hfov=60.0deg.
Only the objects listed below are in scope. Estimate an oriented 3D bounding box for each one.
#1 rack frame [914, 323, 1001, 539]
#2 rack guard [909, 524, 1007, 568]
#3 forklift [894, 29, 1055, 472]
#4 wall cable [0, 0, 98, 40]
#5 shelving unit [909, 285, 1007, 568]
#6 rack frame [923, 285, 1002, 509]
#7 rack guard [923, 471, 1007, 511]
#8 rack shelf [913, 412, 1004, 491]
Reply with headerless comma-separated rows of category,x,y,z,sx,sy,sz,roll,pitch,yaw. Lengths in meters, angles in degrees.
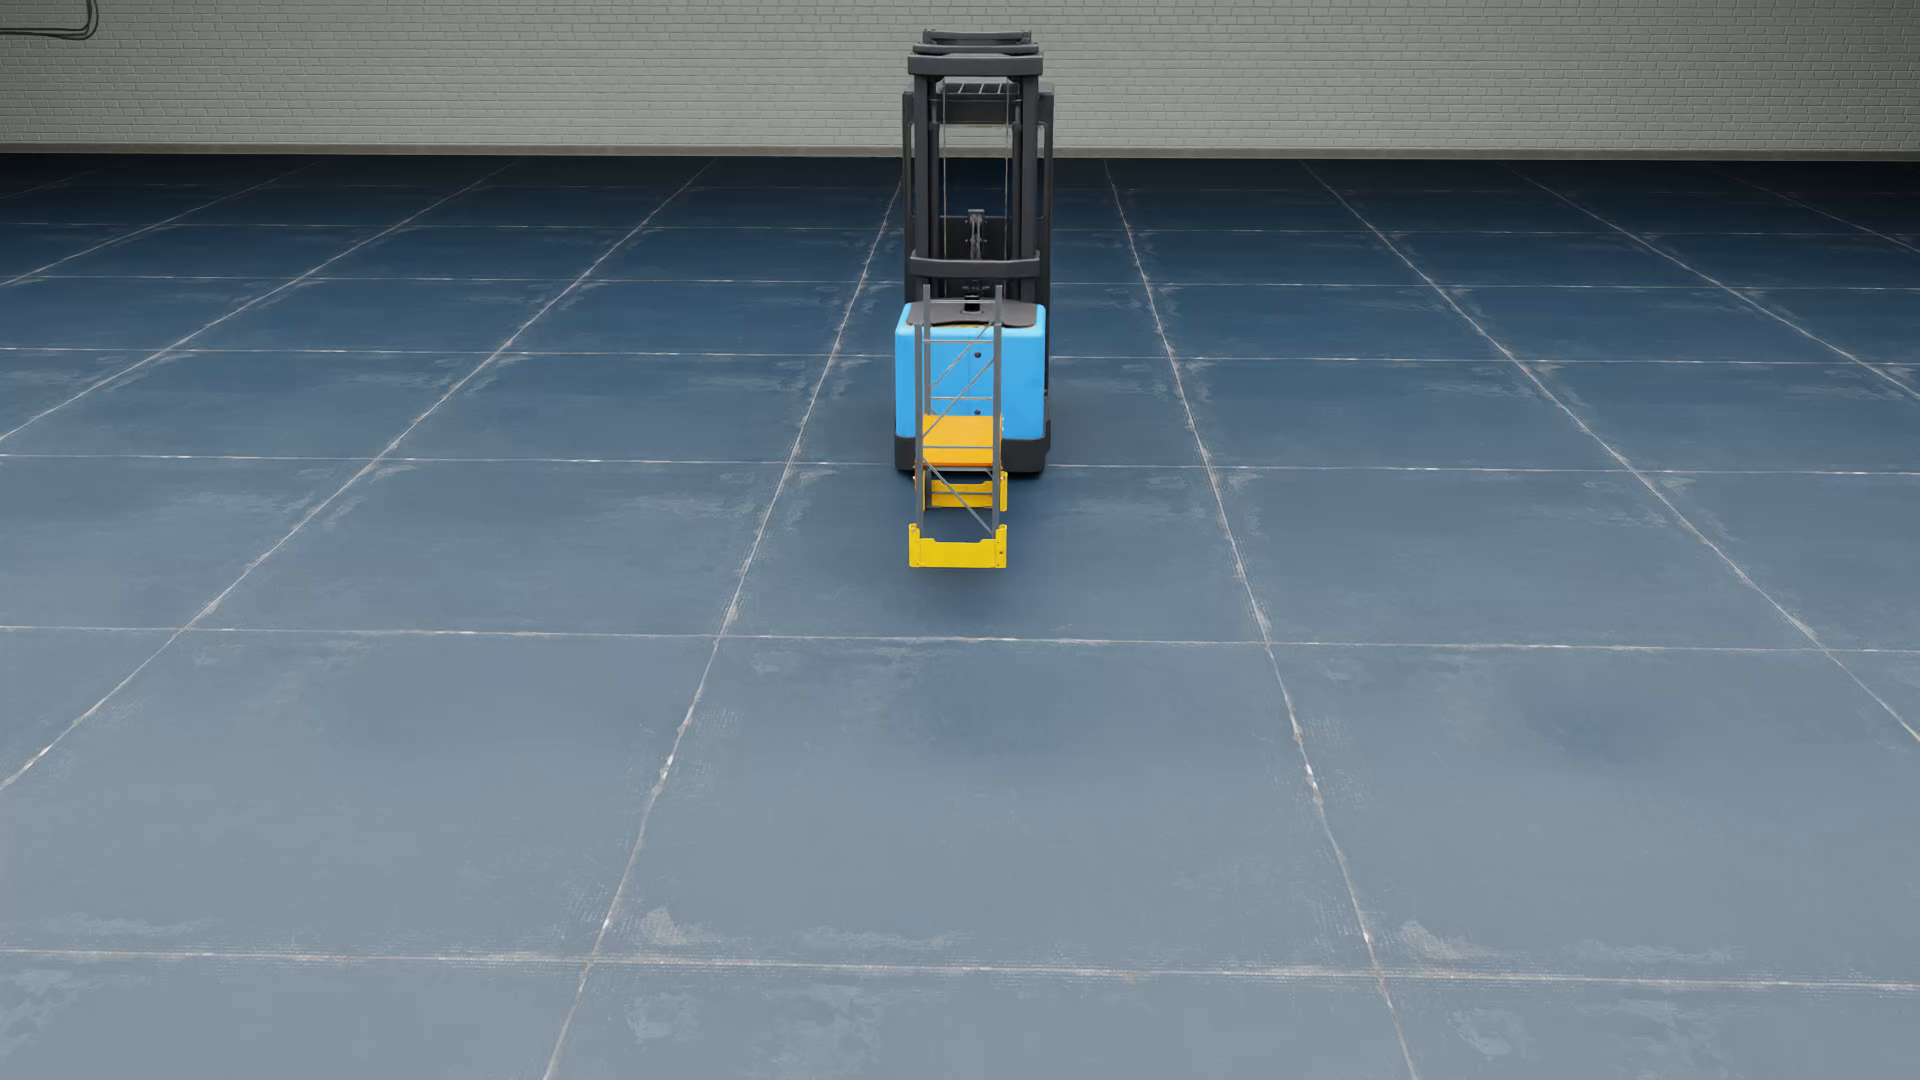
rack frame,-0.013,-0.546,9.863,0.500,1.500,0.032,1,21,2
rack guard,-0.013,0.036,10.091,0.587,0.250,0.087,1,21,2
forklift,0.142,-2.323,12.463,1.130,2.935,3.031,1,21,3
wall cable,-14.763,-8.861,25.219,3.097,2.526,0.112,1,21,2
shelving unit,0.002,-0.727,10.329,0.587,1.500,1.083,1,21,2
rack frame,0.018,-0.914,10.811,0.500,1.500,0.032,1,21,2
rack guard,0.017,-0.324,11.019,0.587,0.250,0.087,1,21,2
rack shelf,0.003,-0.562,10.402,0.538,0.185,1.000,1,21,2
